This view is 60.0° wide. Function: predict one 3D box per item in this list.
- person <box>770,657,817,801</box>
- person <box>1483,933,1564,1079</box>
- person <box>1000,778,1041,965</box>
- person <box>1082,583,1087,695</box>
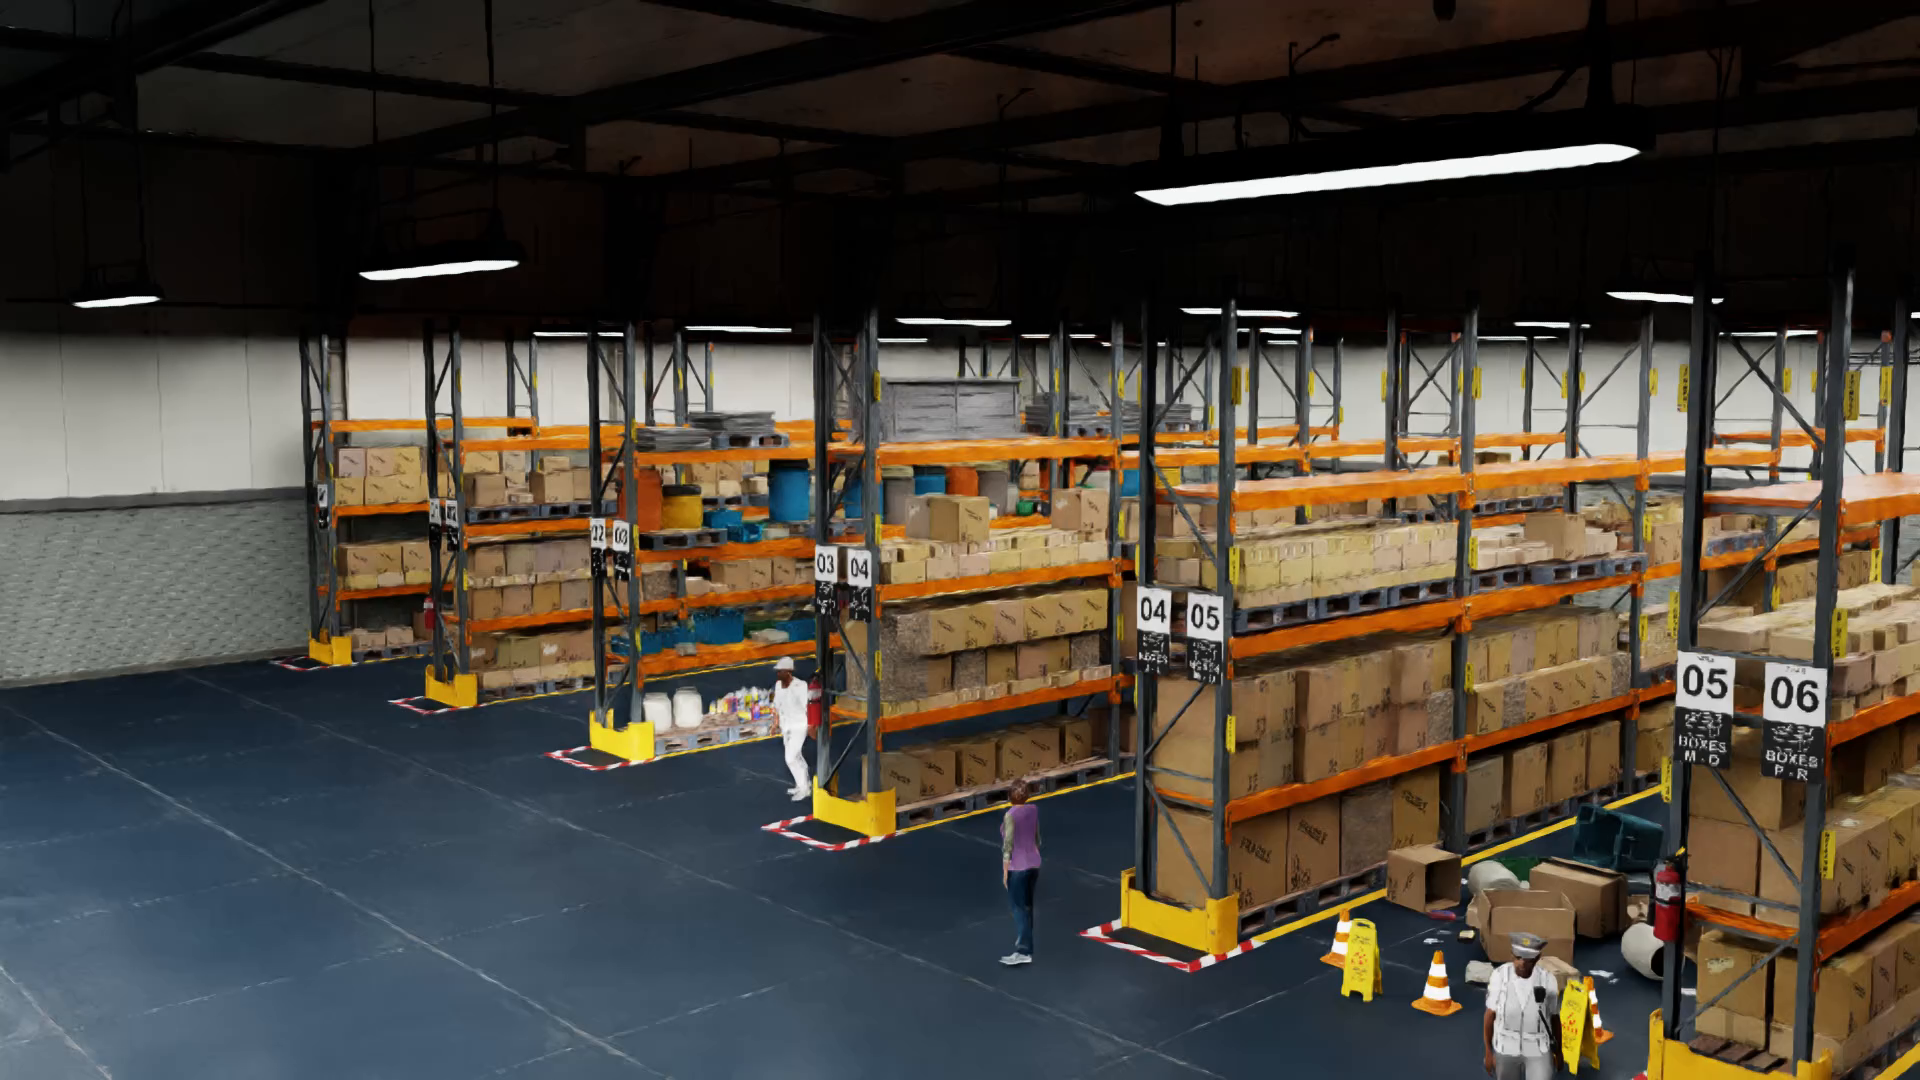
[{"bbox_3d":[-1.996,2.267,20.186,0.601,1.731,0.644,-5,8,-41],"label":"person"},{"bbox_3d":[3.617,3.283,10.709,0.475,1.626,0.938,3,6,24],"label":"person"},{"bbox_3d":[0.515,2.892,14.618,0.443,1.595,0.518,6,8,44],"label":"person"},{"bbox_3d":[2.072,1.563,26.680,0.450,1.785,0.670,3,6,25],"label":"person"}]
